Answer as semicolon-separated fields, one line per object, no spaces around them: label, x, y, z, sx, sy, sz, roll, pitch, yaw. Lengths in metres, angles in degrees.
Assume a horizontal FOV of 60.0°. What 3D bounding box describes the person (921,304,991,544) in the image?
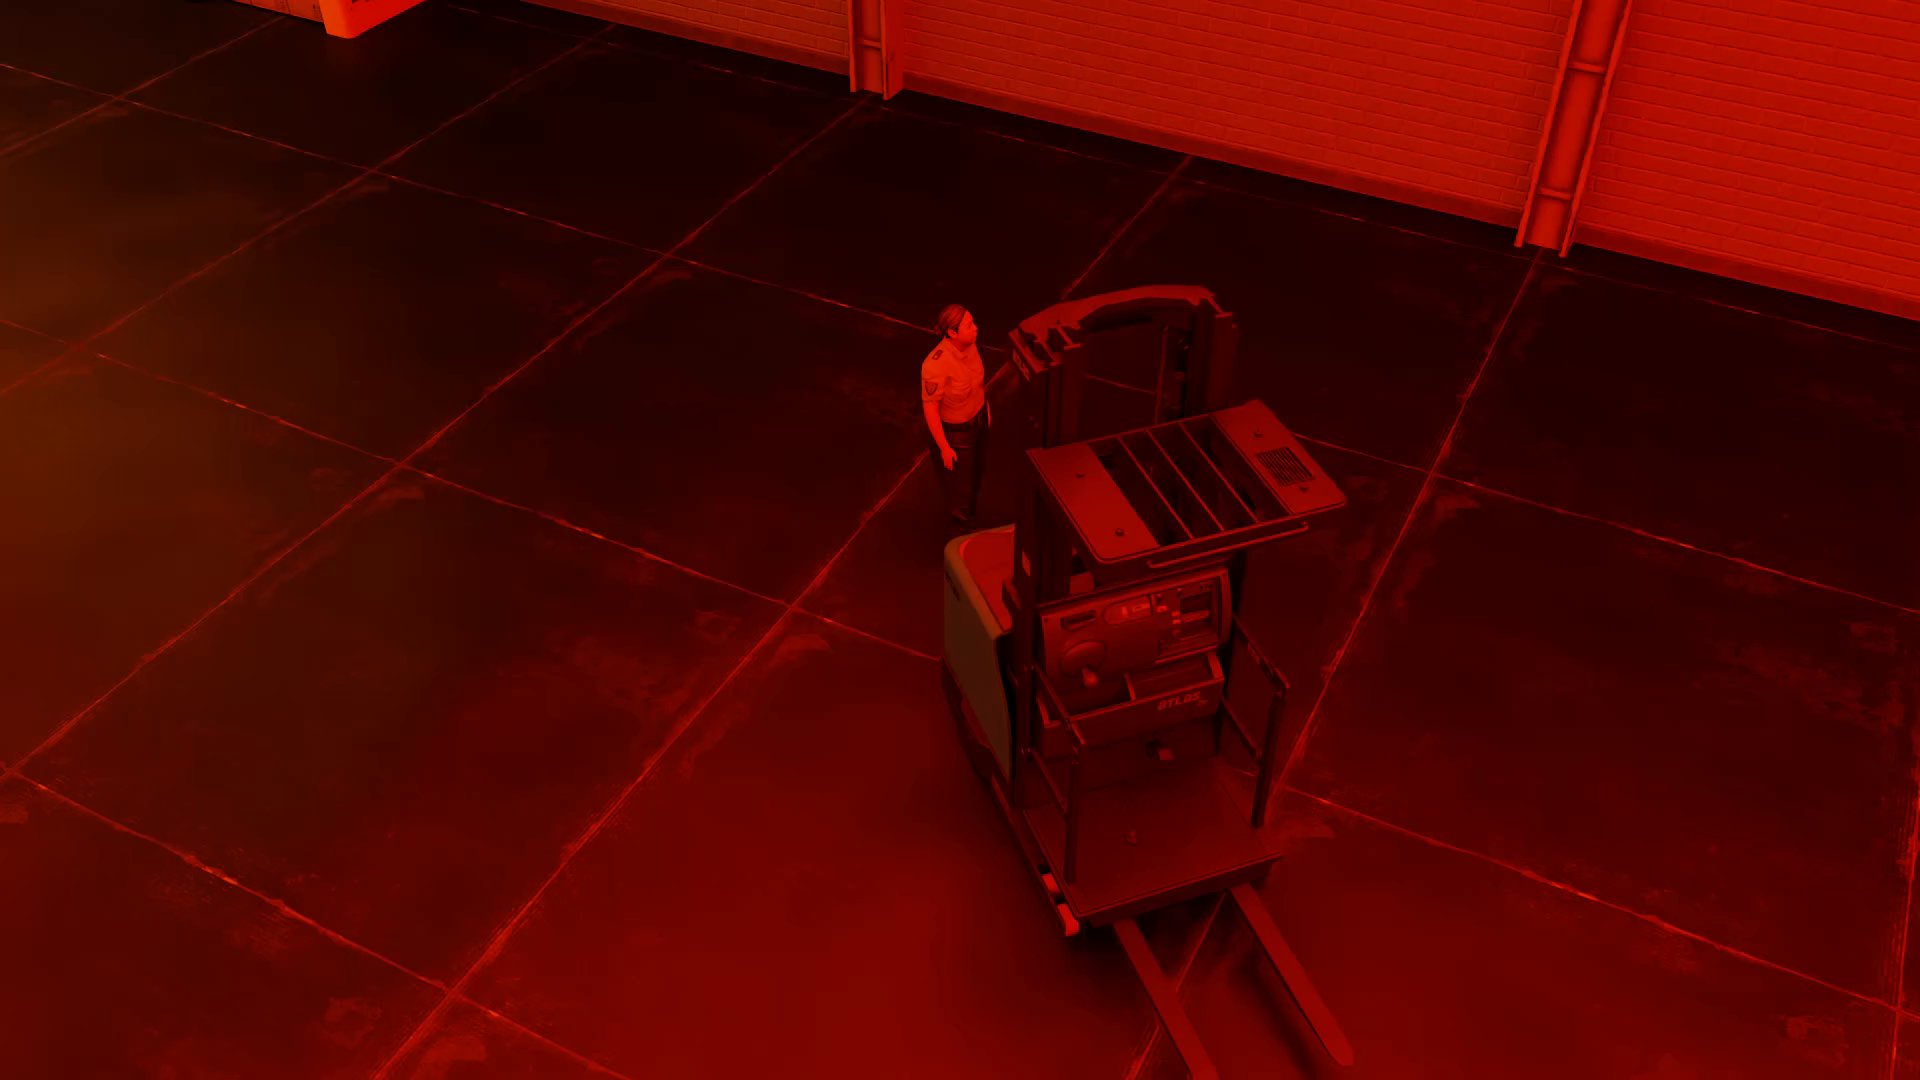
person;0.070;-0.596;9.679;0.502;1.651;0.598;18;43;21

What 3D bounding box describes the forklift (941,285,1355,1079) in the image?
forklift;0.882;0.481;7.415;1.130;2.935;3.031;-13;42;-15
